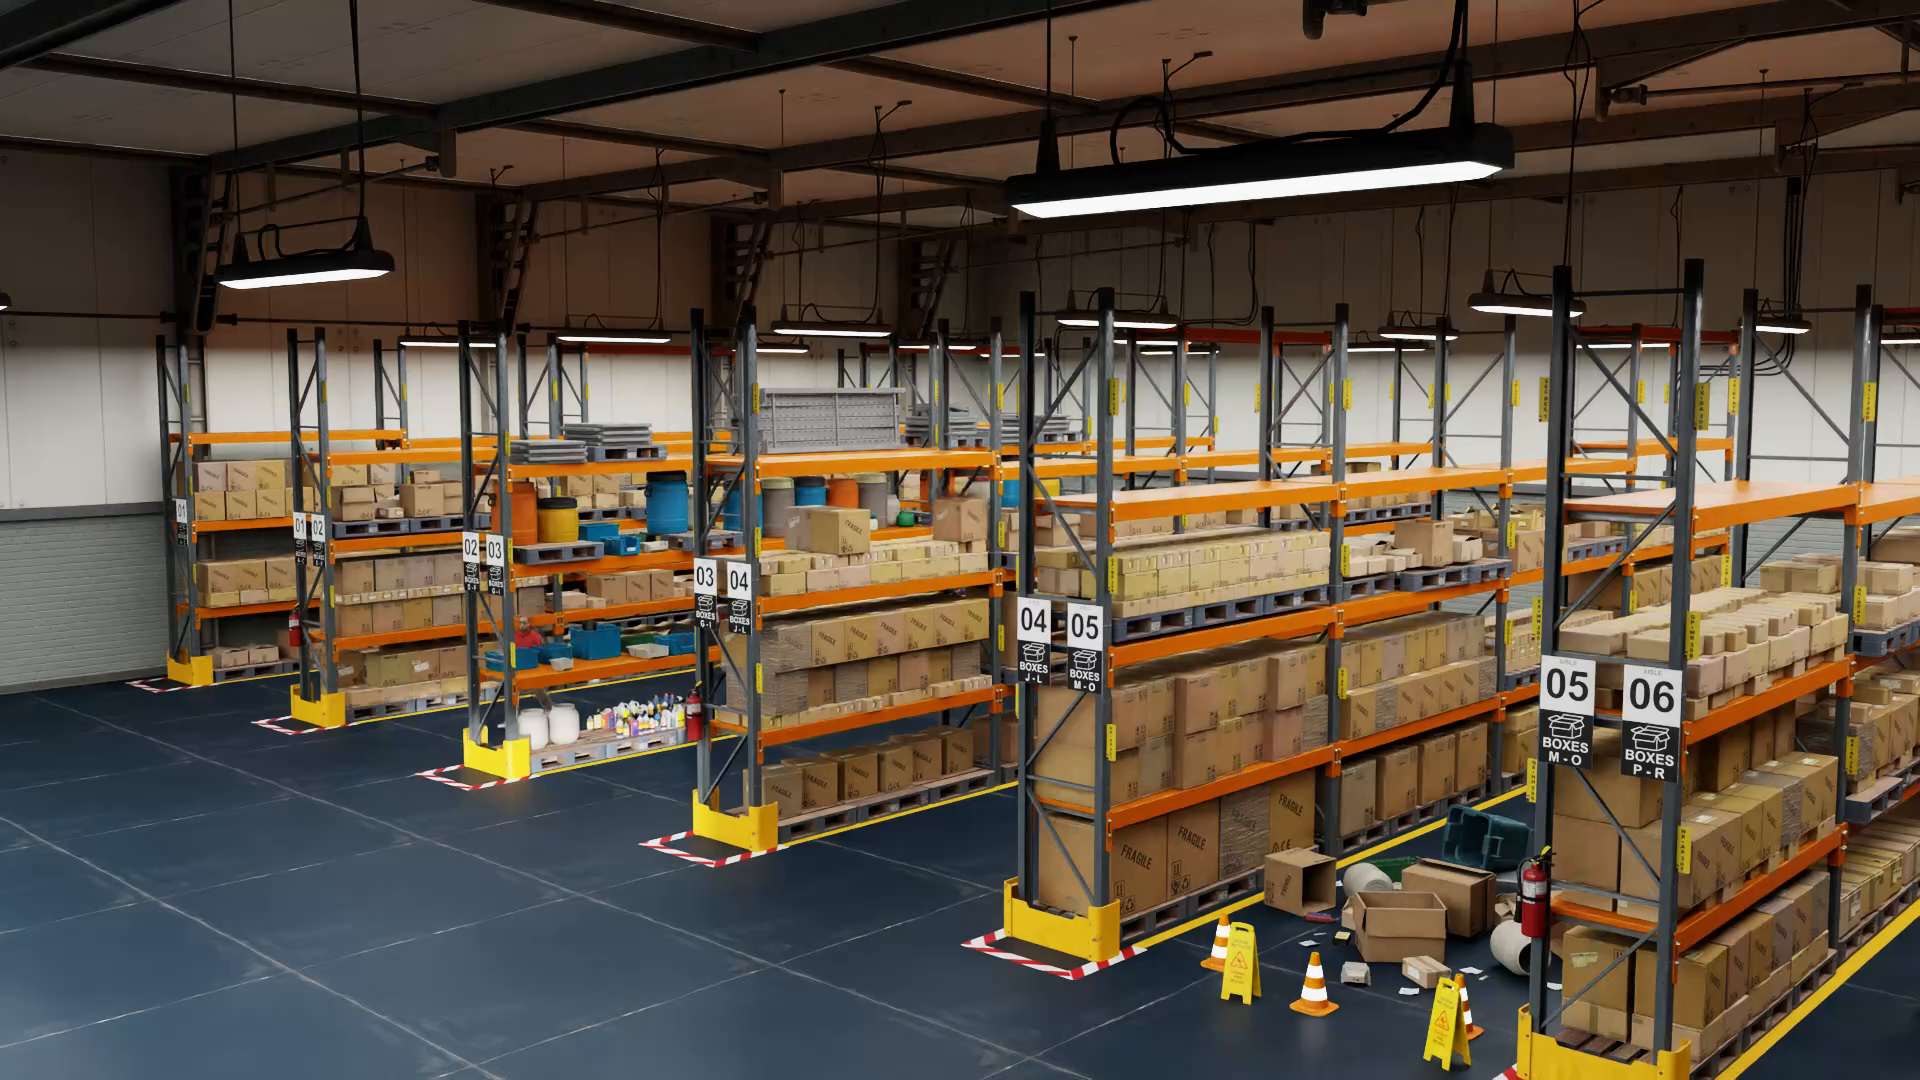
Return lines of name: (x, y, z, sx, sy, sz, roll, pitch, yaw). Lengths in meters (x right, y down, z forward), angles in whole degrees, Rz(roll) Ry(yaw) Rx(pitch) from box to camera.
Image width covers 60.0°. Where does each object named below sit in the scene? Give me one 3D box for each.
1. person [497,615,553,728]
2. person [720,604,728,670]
person: (-6.554, 1.958, 25.096, 0.619, 1.658, 1.126, 2, 6, 18)
person: (-4.028, 1.582, 29.369, 0.525, 1.657, 0.537, -2, 6, -21)
